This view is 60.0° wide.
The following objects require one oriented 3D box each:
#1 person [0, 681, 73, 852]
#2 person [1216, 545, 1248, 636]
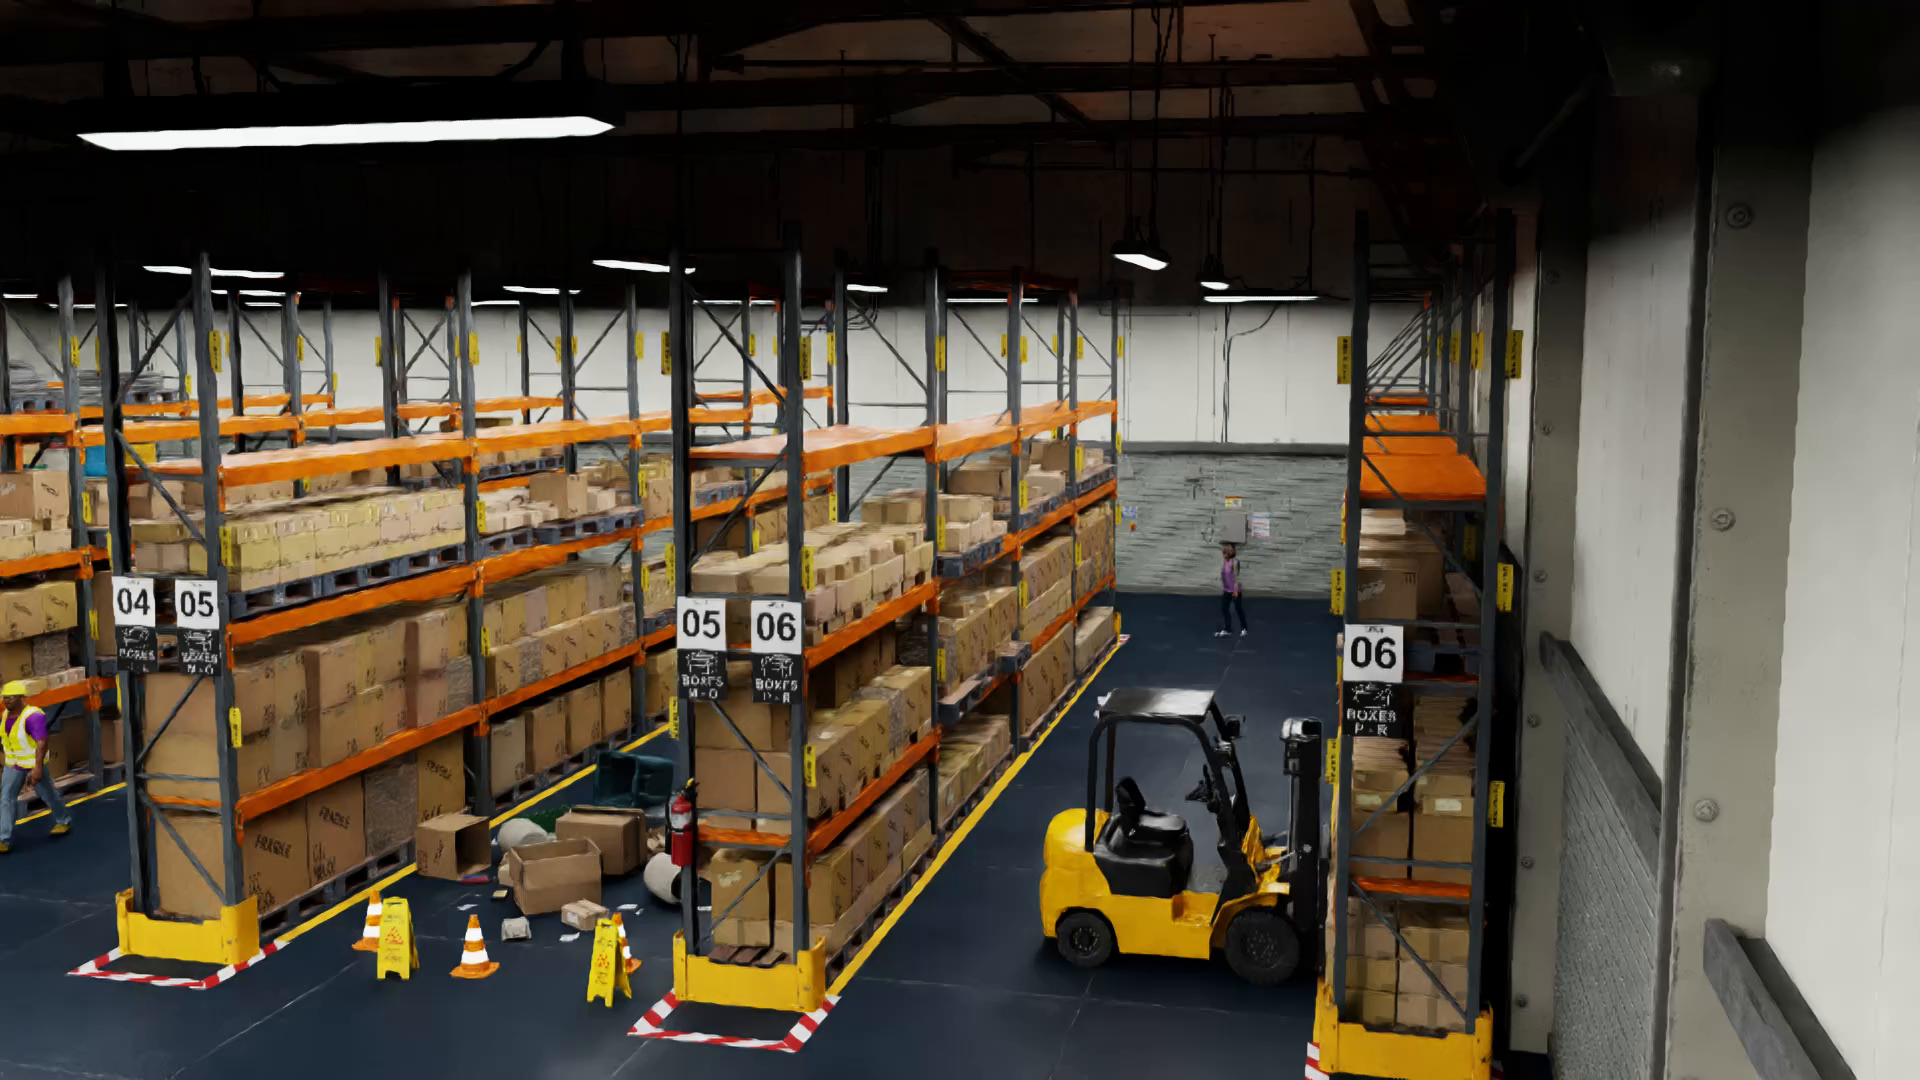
[{"bbox_3d":[-9.486,2.266,16.882,0.591,1.716,1.042,2,7,13],"label":"person"},{"bbox_3d":[4.743,0.882,28.814,0.517,1.581,0.468,-3,7,-21],"label":"person"}]
